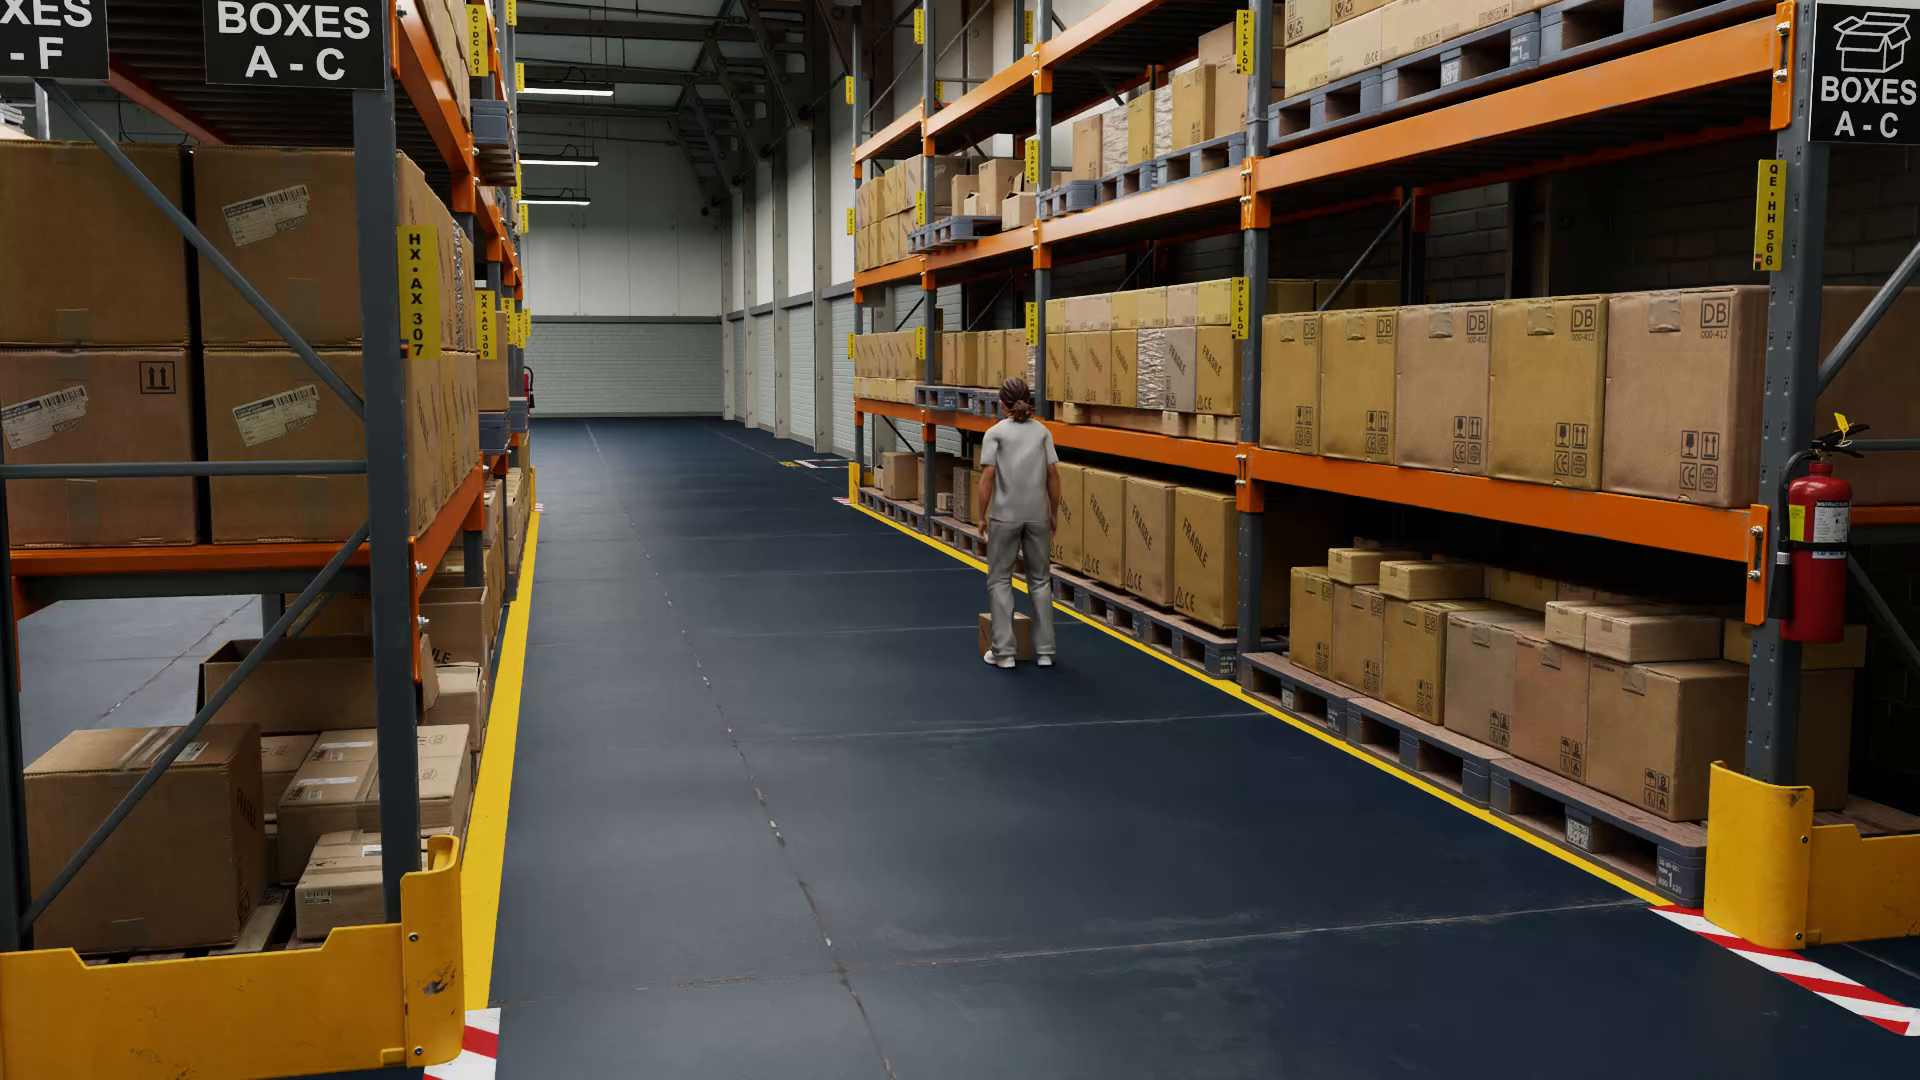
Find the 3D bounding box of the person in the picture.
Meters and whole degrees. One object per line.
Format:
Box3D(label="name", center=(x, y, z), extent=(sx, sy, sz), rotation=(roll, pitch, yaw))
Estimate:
Box3D(label="person", center=(0.337, -0.105, 9.608), extent=(0.485, 1.673, 0.360), rotation=(-1, 6, -13))
